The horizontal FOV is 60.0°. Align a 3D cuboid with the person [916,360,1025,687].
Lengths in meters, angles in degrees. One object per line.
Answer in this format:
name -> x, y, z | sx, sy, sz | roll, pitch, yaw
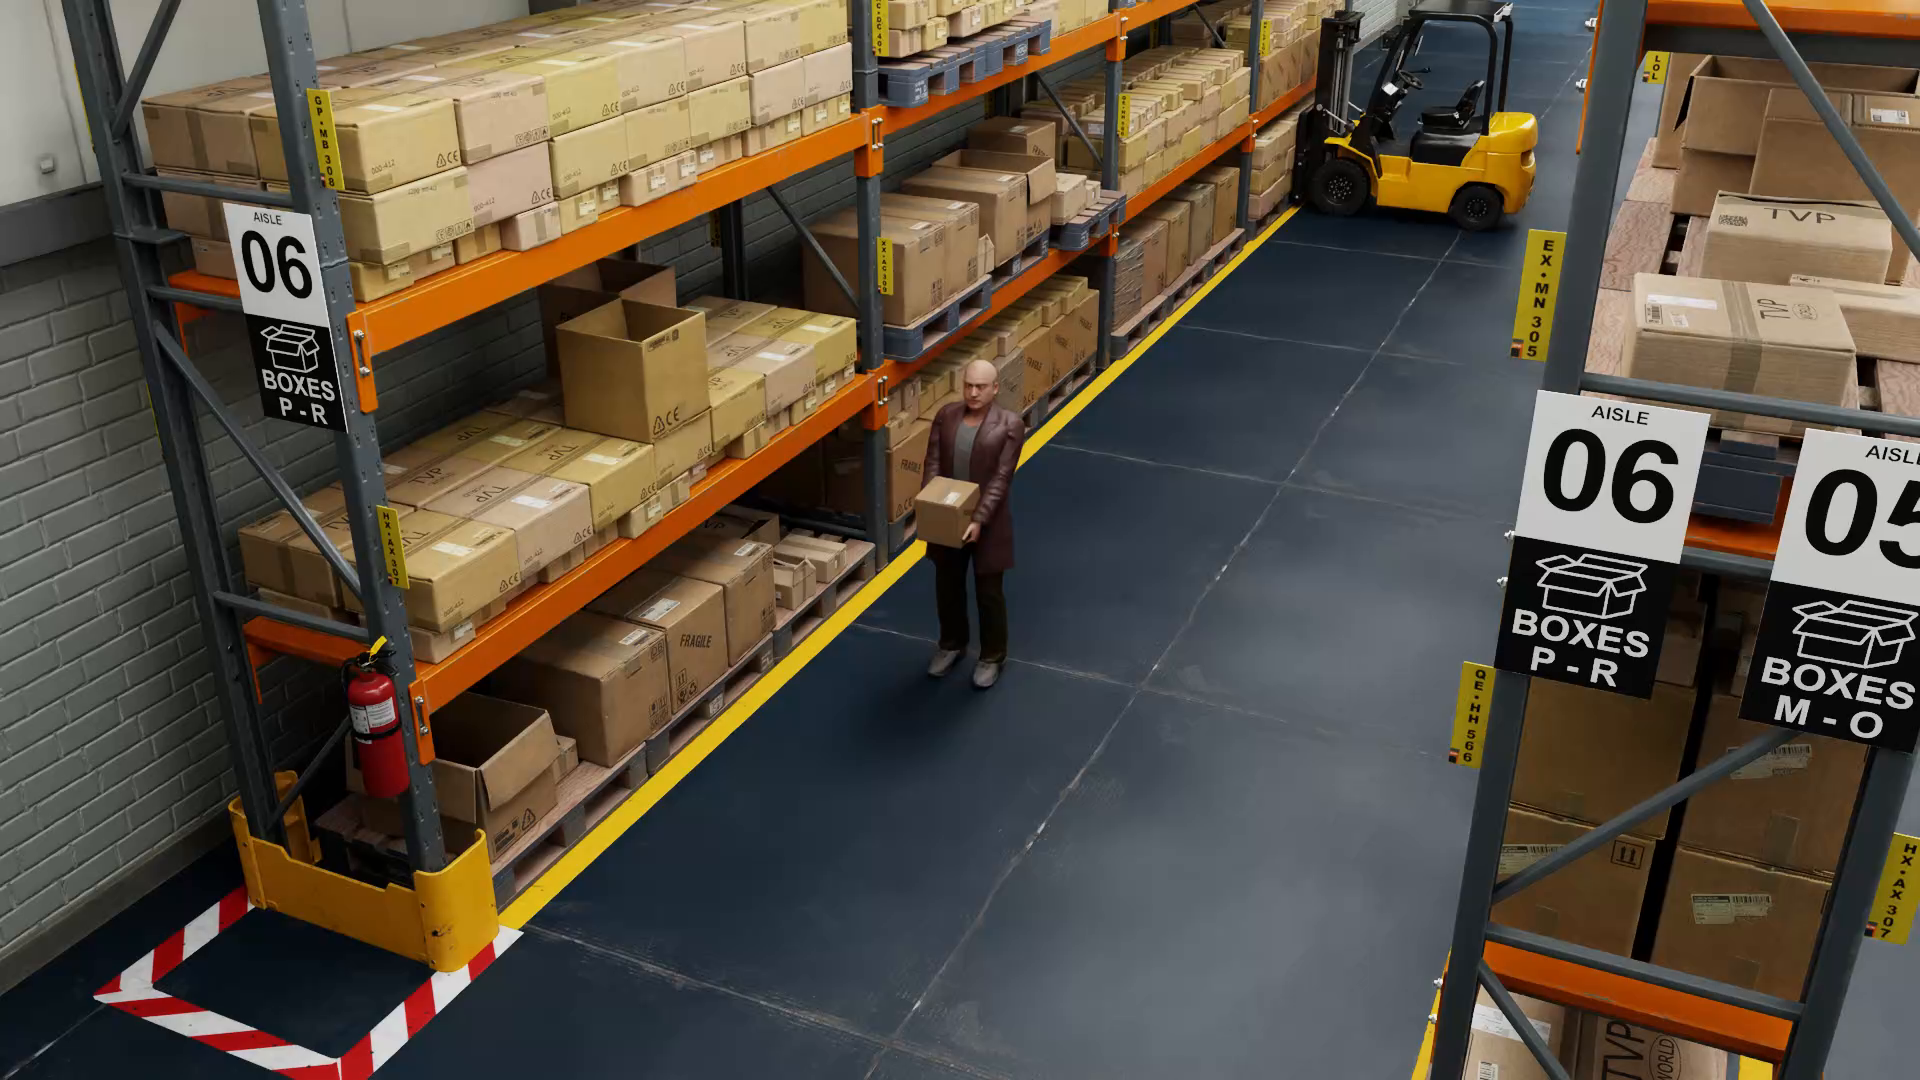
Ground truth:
person -> 0.023, -0.053, 8.744 | 0.526, 1.776, 0.554 | 12, 28, 23
